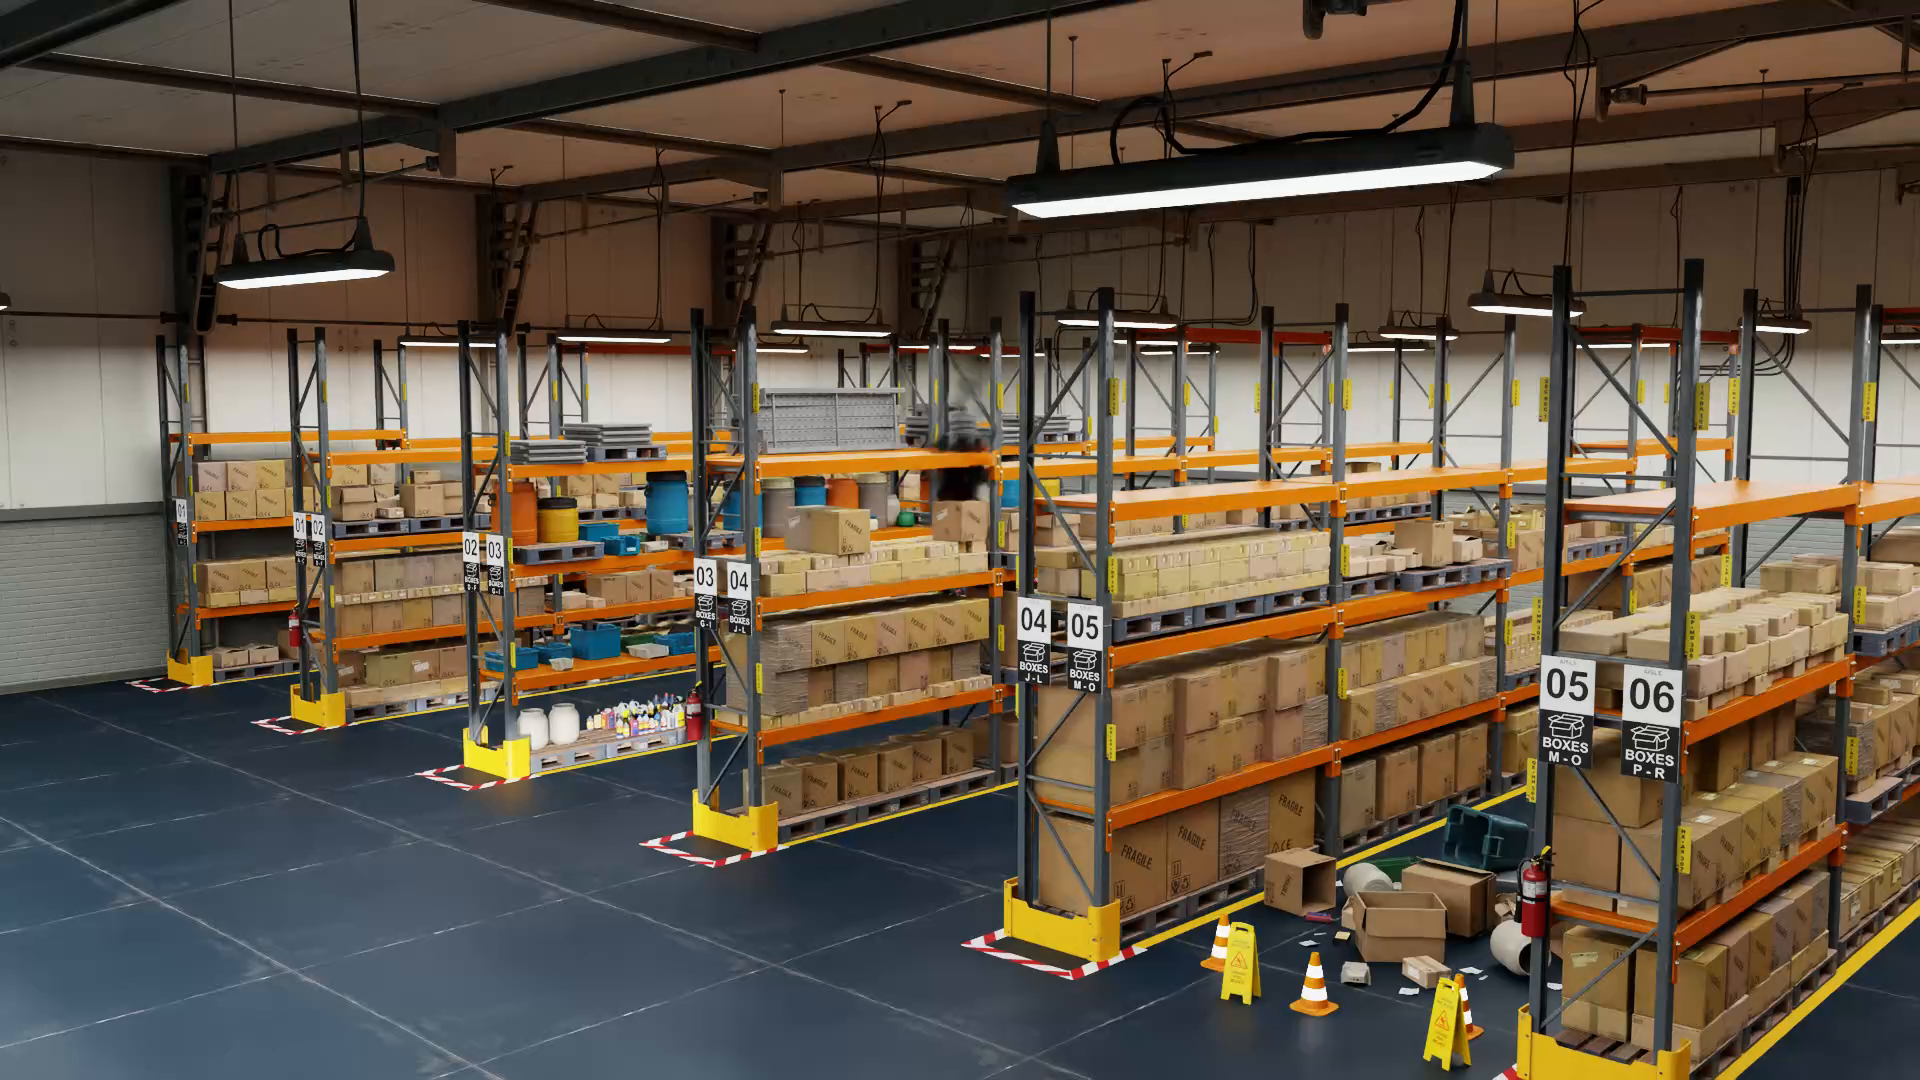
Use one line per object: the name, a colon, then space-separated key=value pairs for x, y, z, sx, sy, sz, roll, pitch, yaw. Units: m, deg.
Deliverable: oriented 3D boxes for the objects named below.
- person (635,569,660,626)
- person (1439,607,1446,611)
person: x=-6.138 y=1.293 z=32.736 sx=0.606 sy=1.606 sz=0.537 roll=3 pitch=6 yaw=31
person: x=7.947 y=1.807 z=27.469 sx=0.601 sy=1.593 sz=0.558 roll=4 pitch=7 yaw=39
